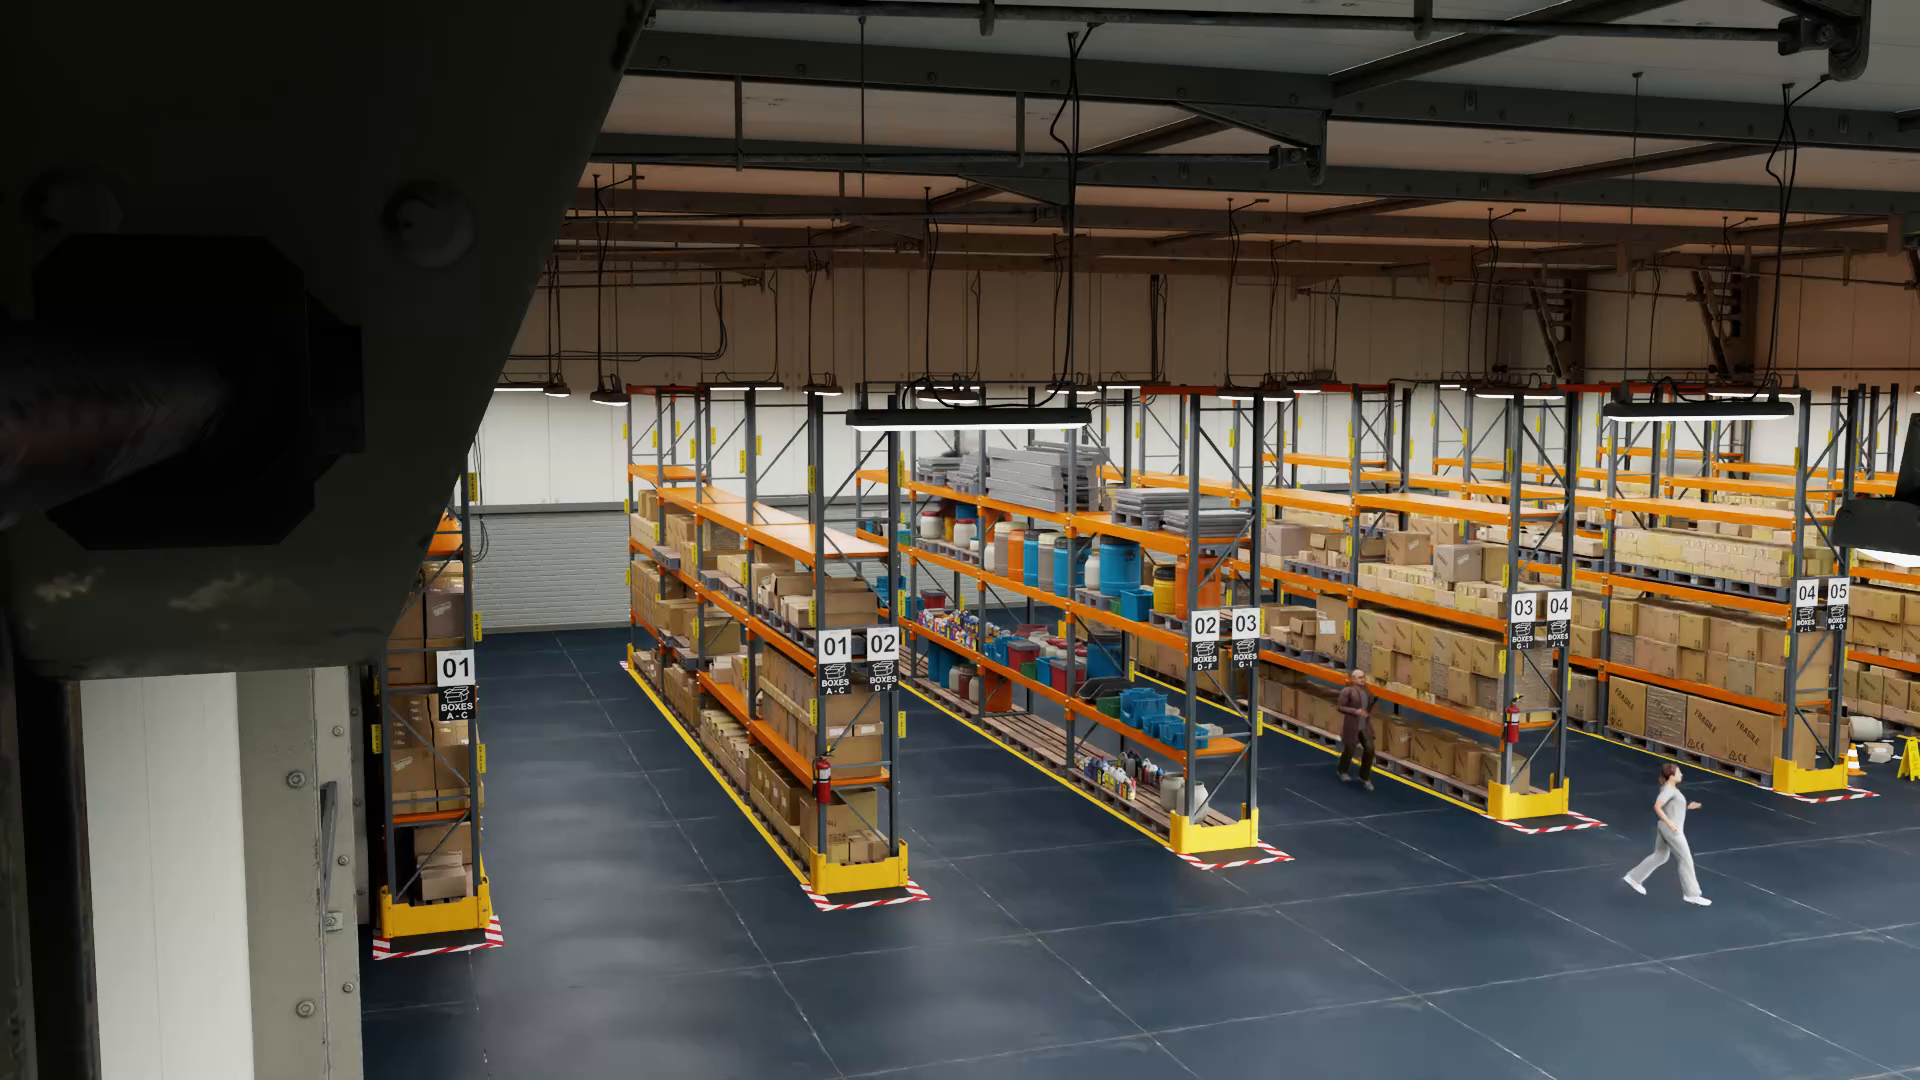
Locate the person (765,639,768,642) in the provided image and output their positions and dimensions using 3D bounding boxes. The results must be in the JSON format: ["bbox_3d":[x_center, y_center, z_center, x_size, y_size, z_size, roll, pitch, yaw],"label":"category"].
[{"bbox_3d":[-3.786,1.984,33.847,0.663,1.763,0.753,-3,7,-29],"label":"person"}]

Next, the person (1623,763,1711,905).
[{"bbox_3d":[8.382,3.448,19.643,0.961,1.664,0.561,1,6,12],"label":"person"}]

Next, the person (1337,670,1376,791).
[{"bbox_3d":[5.974,2.867,25.153,0.684,1.844,0.848,-2,6,-19],"label":"person"}]
